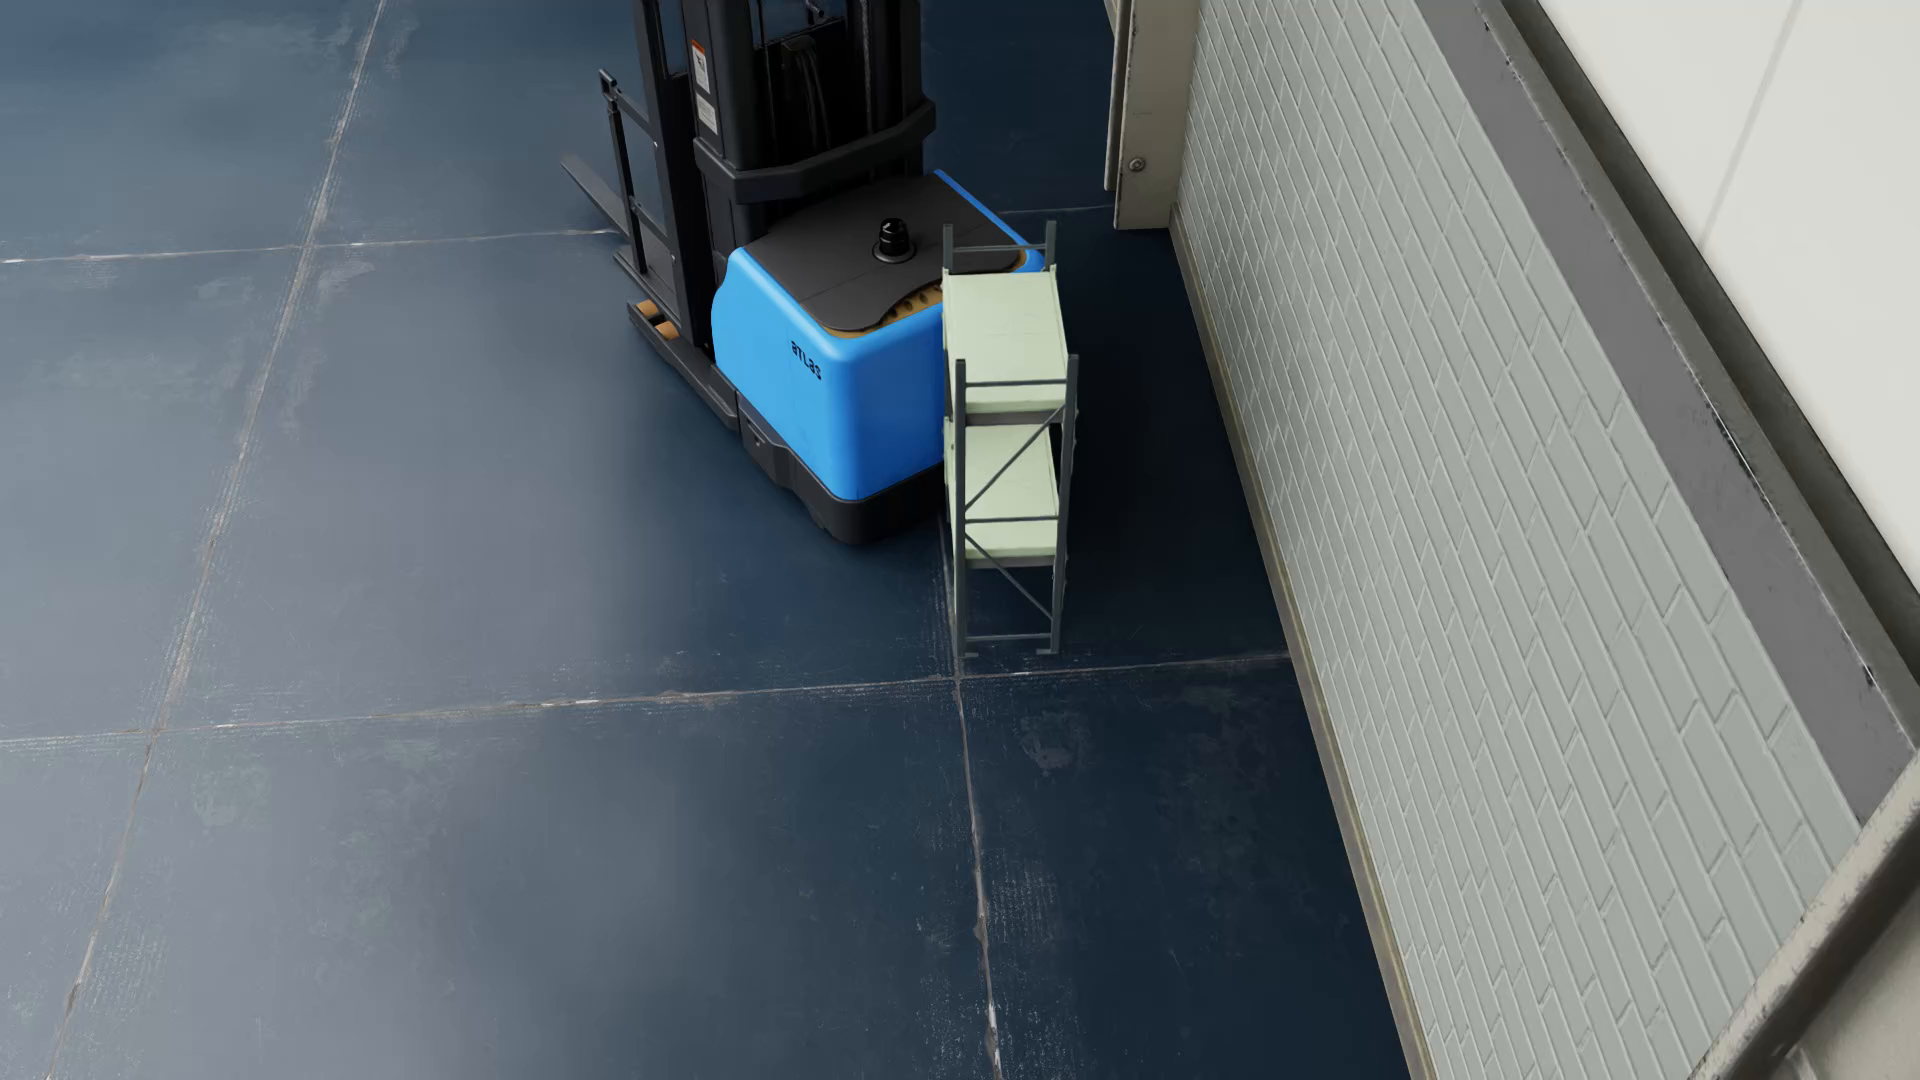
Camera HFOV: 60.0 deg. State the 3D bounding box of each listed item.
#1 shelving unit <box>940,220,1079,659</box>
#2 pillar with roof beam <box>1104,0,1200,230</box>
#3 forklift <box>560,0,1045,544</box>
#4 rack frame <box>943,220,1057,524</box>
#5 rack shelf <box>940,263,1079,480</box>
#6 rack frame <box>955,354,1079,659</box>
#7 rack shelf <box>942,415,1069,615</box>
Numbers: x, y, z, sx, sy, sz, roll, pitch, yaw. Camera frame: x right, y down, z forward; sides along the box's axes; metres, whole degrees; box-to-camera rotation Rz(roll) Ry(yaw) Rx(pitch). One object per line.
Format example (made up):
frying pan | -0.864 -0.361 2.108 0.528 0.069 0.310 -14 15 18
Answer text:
shelving unit | 0.163 -0.336 6.171 0.431 1.500 0.755 -2 47 -2
pillar with roof beam | -3.372 -4.545 4.993 9.100 9.000 0.400 -3 47 -3
forklift | -0.889 -2.030 6.790 1.130 2.935 3.031 -27 52 -23
rack frame | 0.142 -0.601 6.423 0.400 1.500 0.023 -2 47 -2
rack shelf | 0.163 -0.604 5.888 0.431 0.370 0.720 -2 47 -2
rack frame | 0.185 -0.070 5.920 0.400 1.500 0.023 -2 47 -2
rack shelf | 0.163 -0.111 6.408 0.431 0.370 0.720 -2 47 -2
